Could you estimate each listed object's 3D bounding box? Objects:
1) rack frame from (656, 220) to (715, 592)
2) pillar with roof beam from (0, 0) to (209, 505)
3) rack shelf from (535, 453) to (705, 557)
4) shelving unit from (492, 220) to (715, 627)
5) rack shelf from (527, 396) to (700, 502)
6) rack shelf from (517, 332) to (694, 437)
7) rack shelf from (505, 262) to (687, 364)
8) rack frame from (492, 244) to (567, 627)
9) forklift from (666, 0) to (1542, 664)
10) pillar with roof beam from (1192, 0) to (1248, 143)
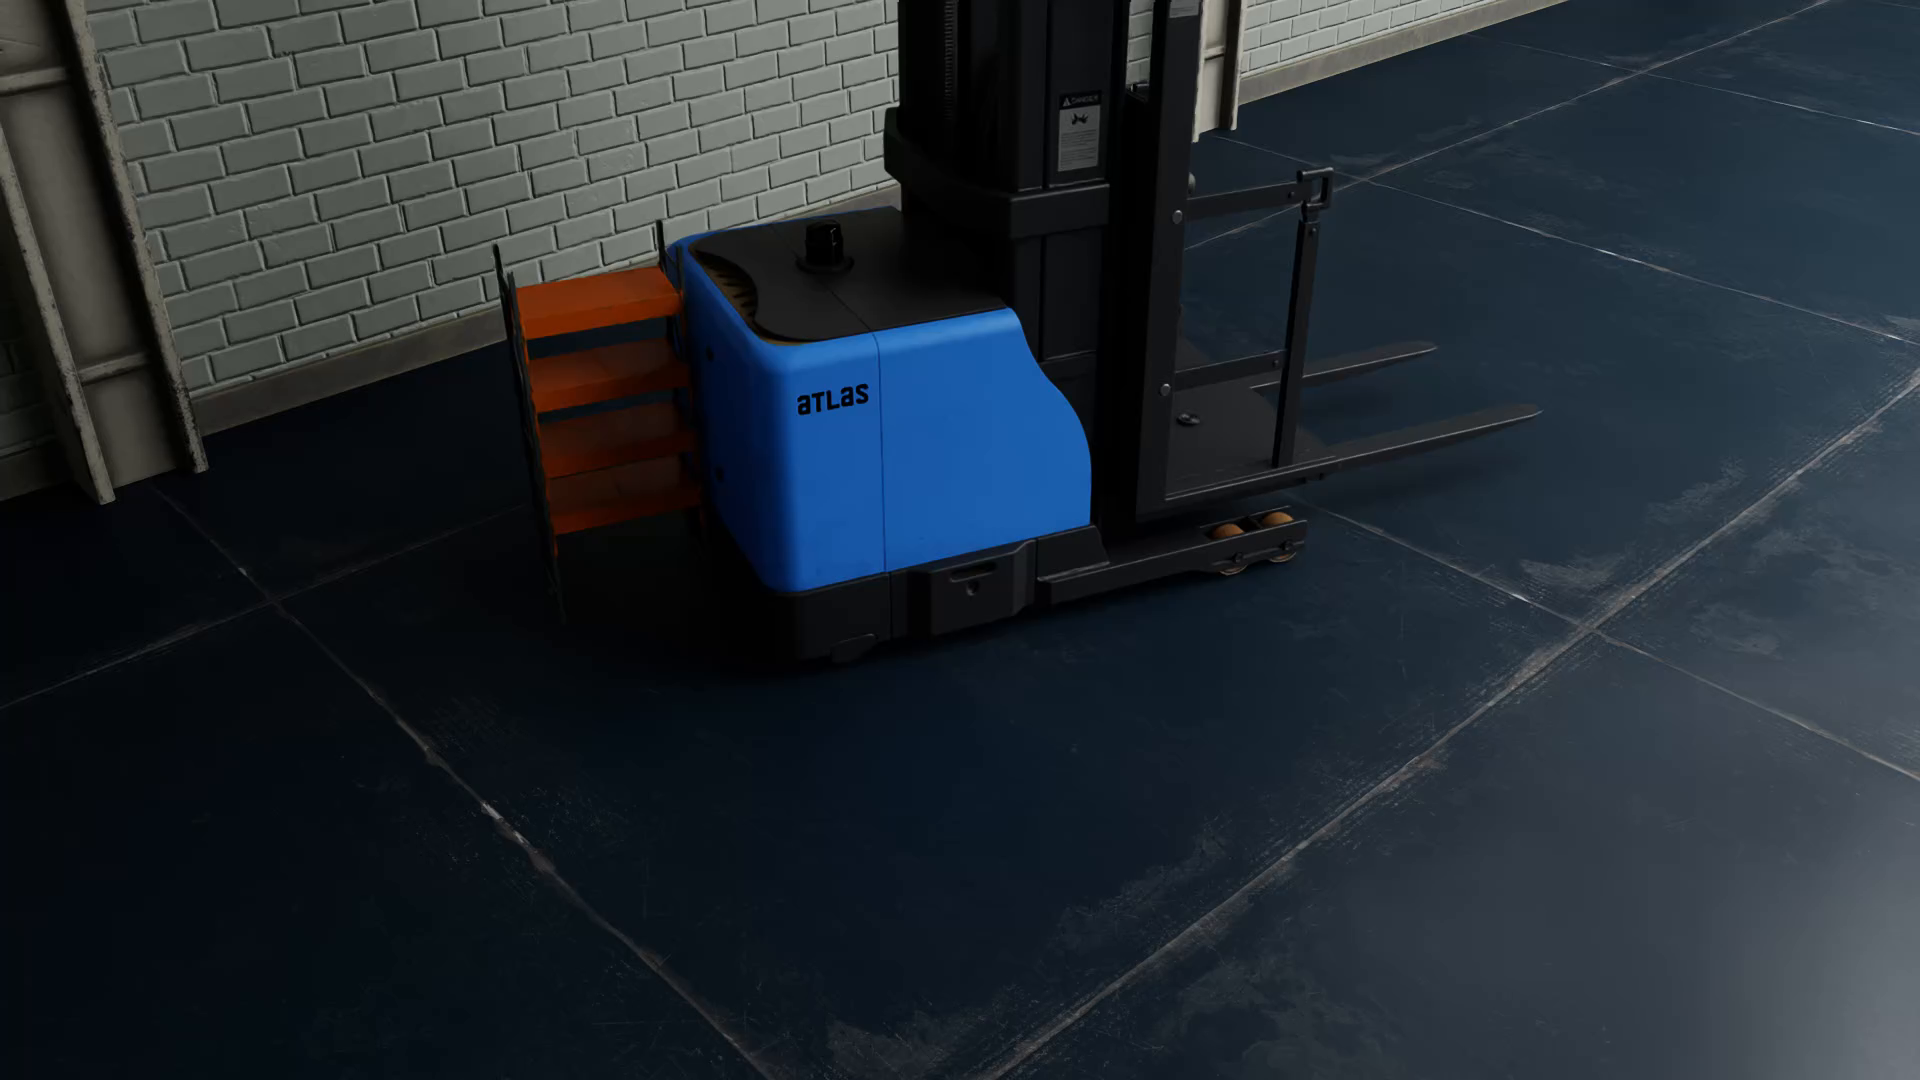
[{"bbox_3d":[-0.864,-0.398,5.249,0.015,1.200,0.240,-13,34,-20],"label":"rack frame"},{"bbox_3d":[-0.113,-2.445,1.123,0.400,9.000,9.100,-26,40,-35],"label":"pillar with roof beam"},{"bbox_3d":[-1.086,-0.120,5.304,0.480,0.148,0.258,-13,34,-20],"label":"rack shelf"},{"bbox_3d":[-1.087,-0.346,5.165,0.503,1.200,0.258,-13,34,-20],"label":"shelving unit"},{"bbox_3d":[-1.087,-0.289,5.200,0.480,0.148,0.258,-13,34,-20],"label":"rack shelf"},{"bbox_3d":[-1.087,-0.480,5.083,0.480,0.148,0.258,-13,34,-20],"label":"rack shelf"},{"bbox_3d":[-1.088,-0.681,4.960,0.480,0.148,0.258,-13,34,-20],"label":"rack shelf"},{"bbox_3d":[-1.310,-0.294,5.081,0.015,1.200,0.240,-13,34,-20],"label":"rack frame"},{"bbox_3d":[0.617,-1.372,5.184,3.031,2.935,1.130,-13,34,-20],"label":"forklift"},{"bbox_3d":[4.287,-4.573,4.603,0.400,9.000,9.100,-26,40,-35],"label":"pillar with roof beam"}]
